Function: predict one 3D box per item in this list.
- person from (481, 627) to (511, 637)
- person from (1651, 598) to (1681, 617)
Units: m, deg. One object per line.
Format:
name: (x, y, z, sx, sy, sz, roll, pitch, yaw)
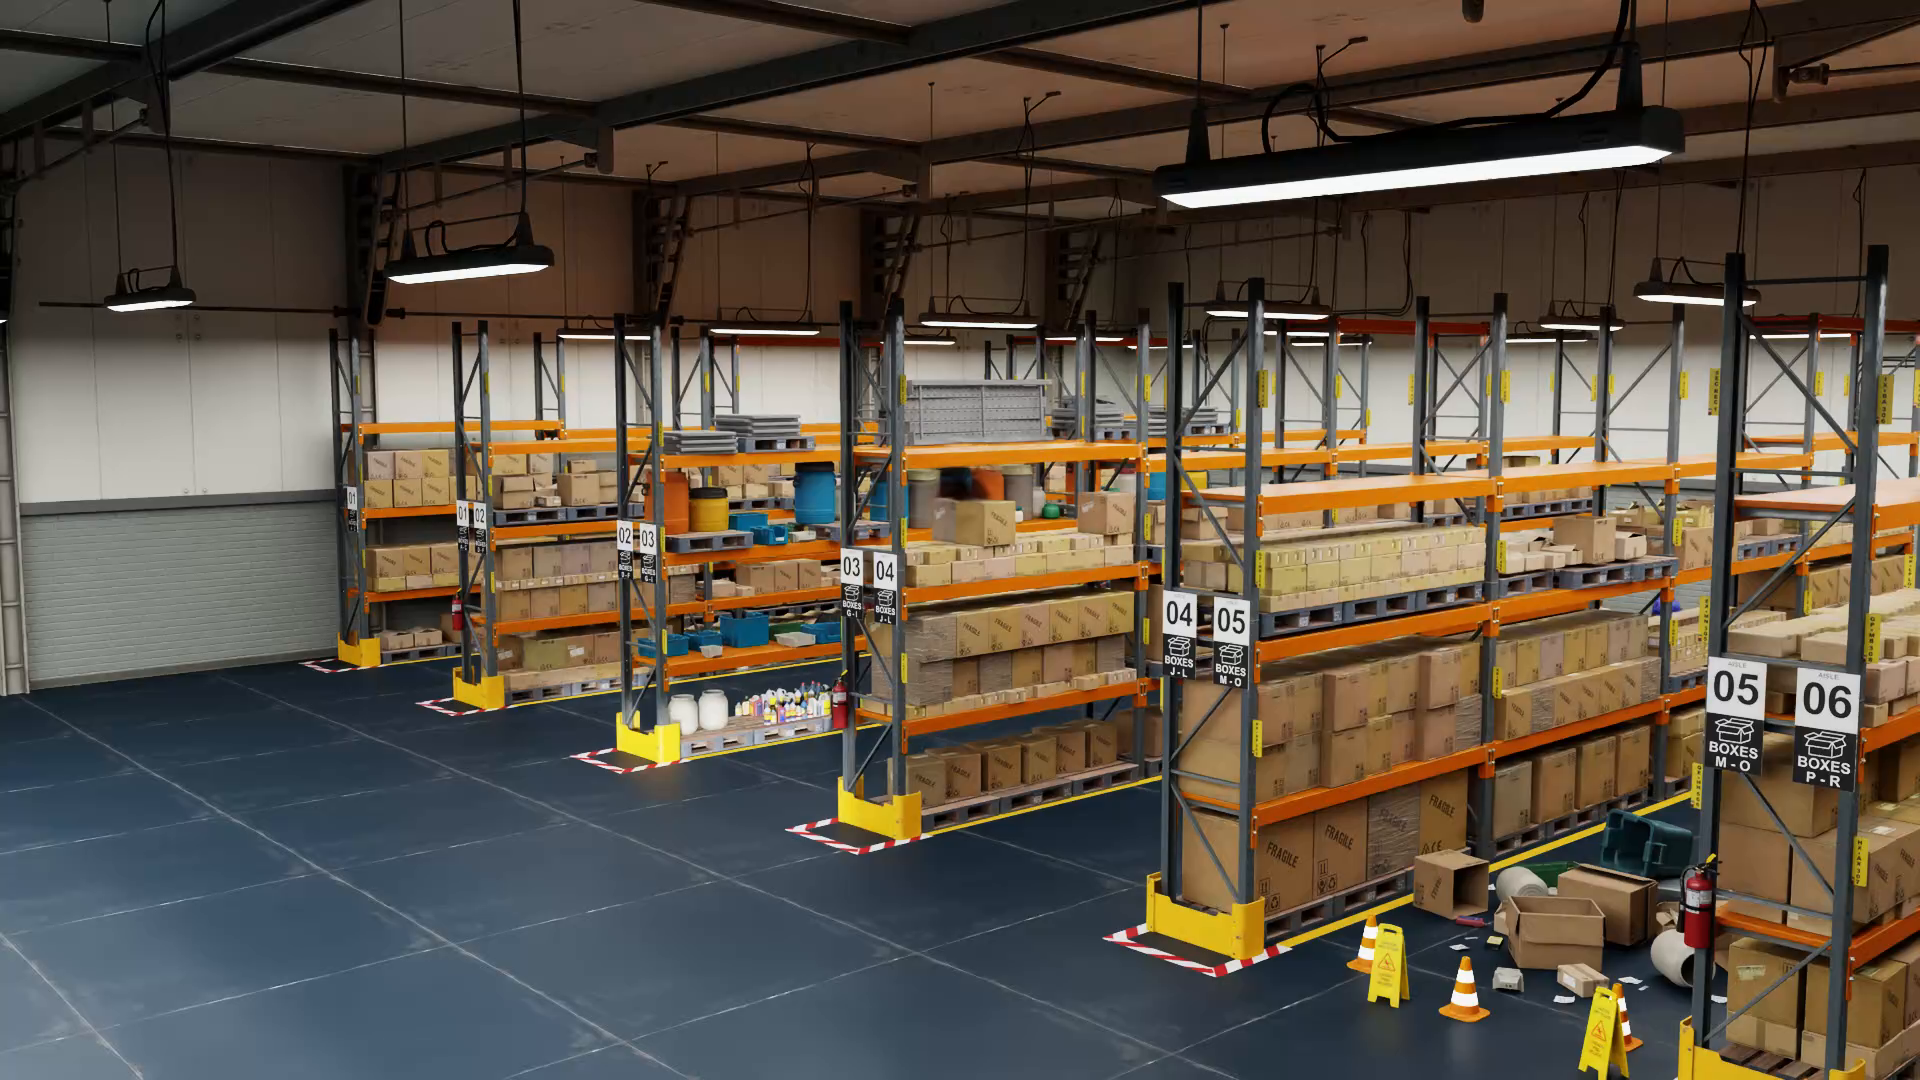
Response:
person: (-7.946, 1.550, 28.640, 0.406, 1.571, 0.679, 4, 7, 34)
person: (12.120, 1.558, 28.483, 0.573, 1.606, 0.986, 3, 6, 28)
